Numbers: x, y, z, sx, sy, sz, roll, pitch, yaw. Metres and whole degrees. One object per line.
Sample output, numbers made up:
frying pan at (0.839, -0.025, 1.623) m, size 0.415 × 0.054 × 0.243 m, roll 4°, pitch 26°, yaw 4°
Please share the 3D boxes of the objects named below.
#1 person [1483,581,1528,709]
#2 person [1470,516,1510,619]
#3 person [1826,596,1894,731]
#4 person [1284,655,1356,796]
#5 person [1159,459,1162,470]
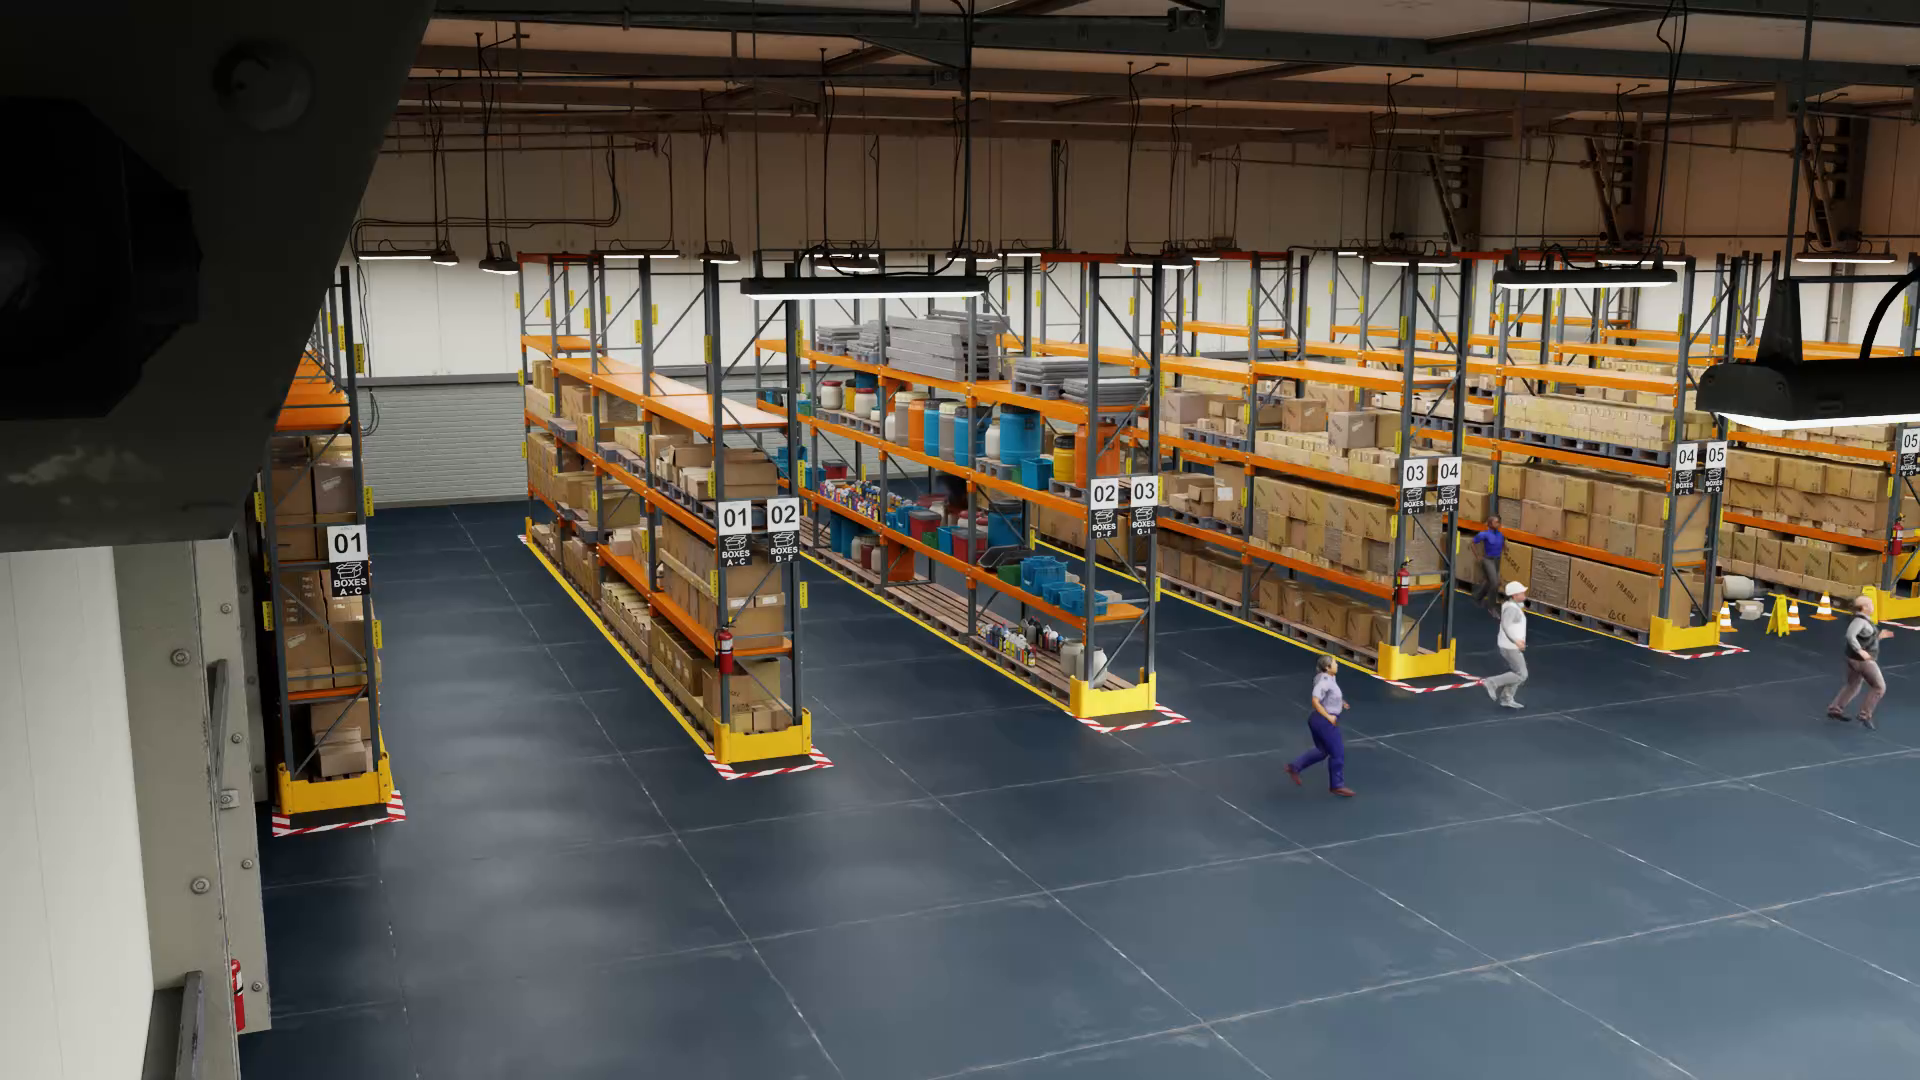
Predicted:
person at (7.402, 1.424, 22.517) m, size 0.556 × 1.755 × 0.680 m, roll 3°, pitch 11°, yaw 15°
person at (8.946, 0.447, 28.047) m, size 0.546 × 1.706 × 0.755 m, roll -6°, pitch 12°, yaw -32°
person at (11.706, 1.597, 21.575) m, size 0.715 × 1.773 × 0.637 m, roll 3°, pitch 11°, yaw 14°
person at (4.132, 2.112, 18.959) m, size 0.807 × 1.630 × 0.611 m, roll 0°, pitch 10°, yaw 3°
person at (4.356, -1.357, 37.815) m, size 0.589 × 1.714 × 0.830 m, roll -4°, pitch 11°, yaw -19°
